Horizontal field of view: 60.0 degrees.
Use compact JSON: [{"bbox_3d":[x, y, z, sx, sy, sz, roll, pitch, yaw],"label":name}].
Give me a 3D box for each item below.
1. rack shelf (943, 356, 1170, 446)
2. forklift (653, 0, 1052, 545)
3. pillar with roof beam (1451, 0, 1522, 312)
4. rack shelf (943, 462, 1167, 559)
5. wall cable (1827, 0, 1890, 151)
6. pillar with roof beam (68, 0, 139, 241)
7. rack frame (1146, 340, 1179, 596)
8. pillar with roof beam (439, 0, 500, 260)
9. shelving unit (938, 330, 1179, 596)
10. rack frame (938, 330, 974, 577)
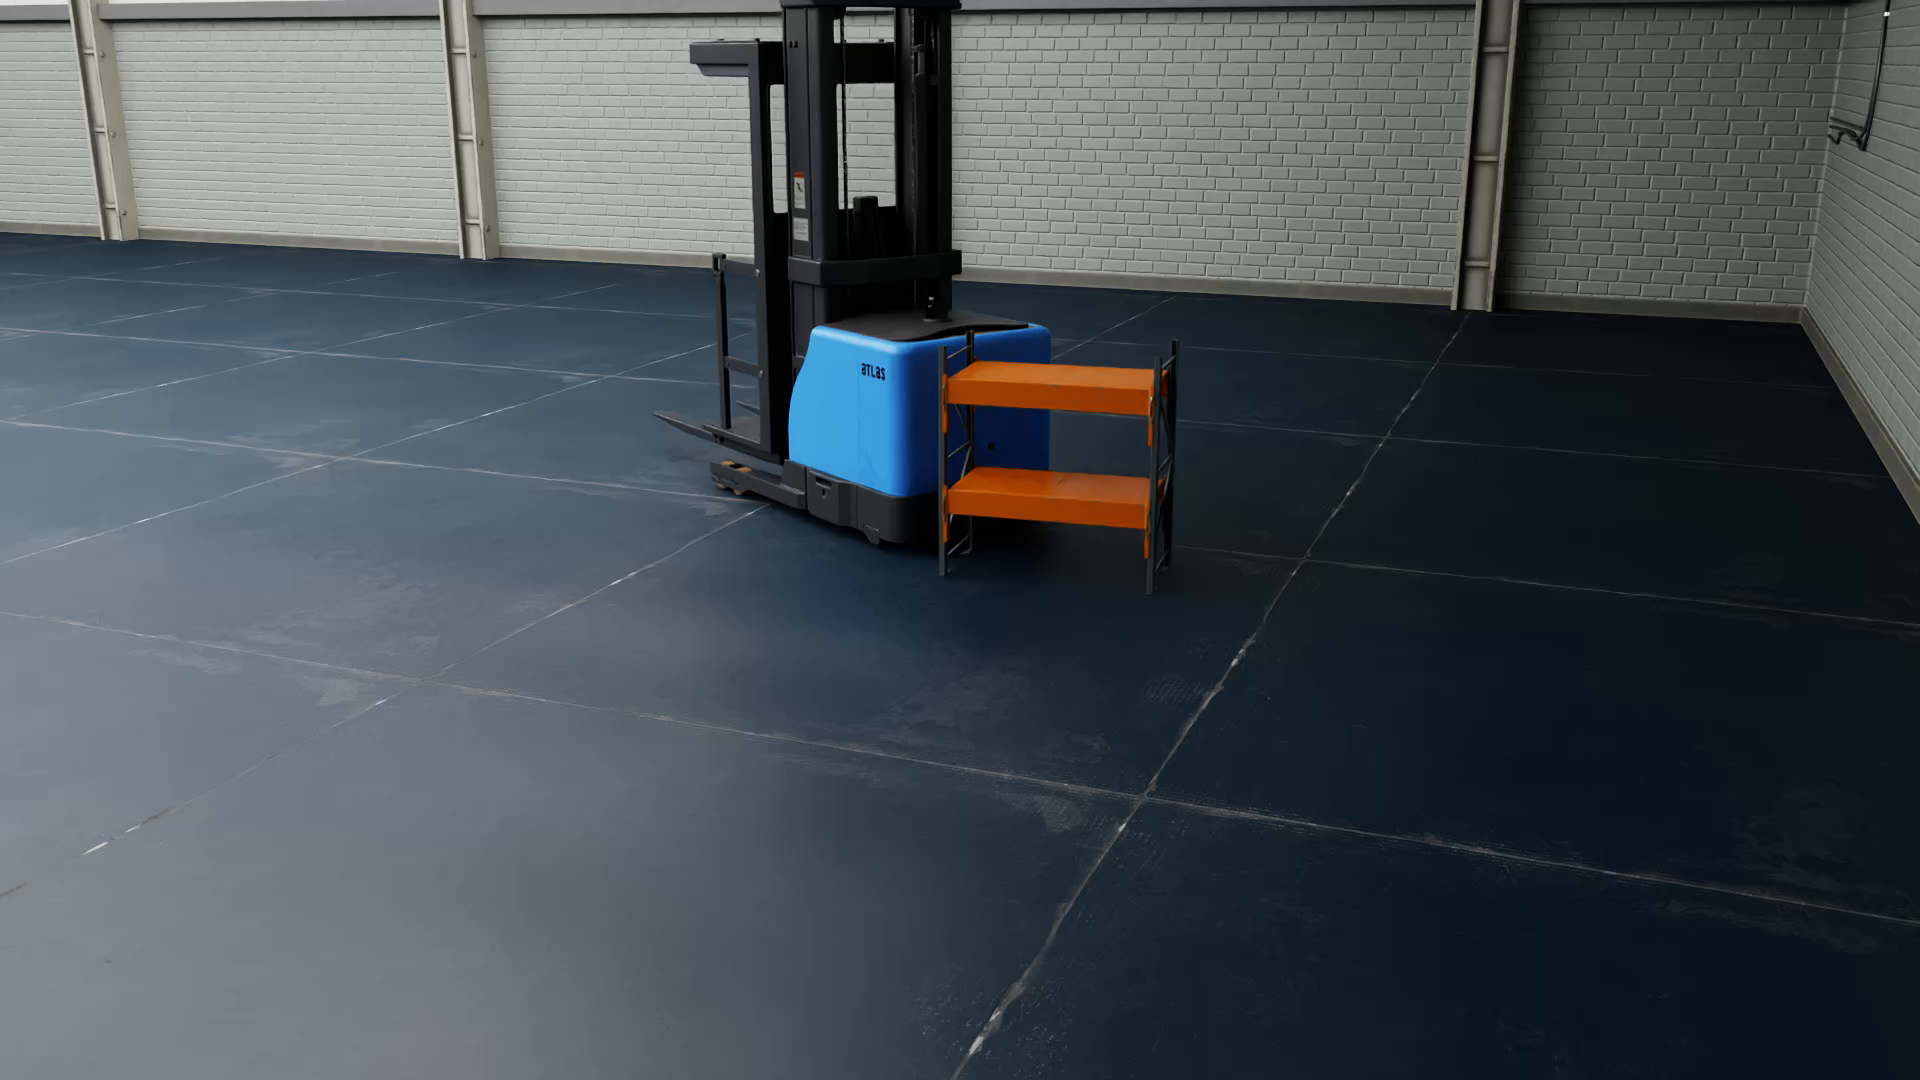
[{"bbox_3d":[0.472,-0.670,7.913,1.000,0.278,0.538,5,17,16],"label":"rack shelf"},{"bbox_3d":[-0.797,-1.733,9.387,1.130,2.935,3.031,-12,20,-35],"label":"forklift"},{"bbox_3d":[3.560,-5.524,11.562,0.400,9.000,9.100,6,17,21],"label":"pillar with roof beam"},{"bbox_3d":[0.472,-0.154,8.062,1.000,0.278,0.538,5,17,16],"label":"rack shelf"},{"bbox_3d":[7.395,-4.505,13.622,0.112,2.526,3.097,6,17,21],"label":"wall cable"},{"bbox_3d":[-13.185,-7.366,17.905,0.400,9.000,9.100,6,17,21],"label":"pillar with roof beam"},{"bbox_3d":[0.959,-0.348,7.854,0.032,1.125,0.500,5,17,16],"label":"rack frame"},{"bbox_3d":[-7.603,-6.752,15.791,0.400,9.000,9.100,6,17,21],"label":"pillar with roof beam"},{"bbox_3d":[0.472,-0.389,7.994,1.048,1.125,0.538,5,17,16],"label":"shelving unit"},{"bbox_3d":[-0.015,-0.429,8.135,0.032,1.125,0.500,5,17,16],"label":"rack frame"}]
